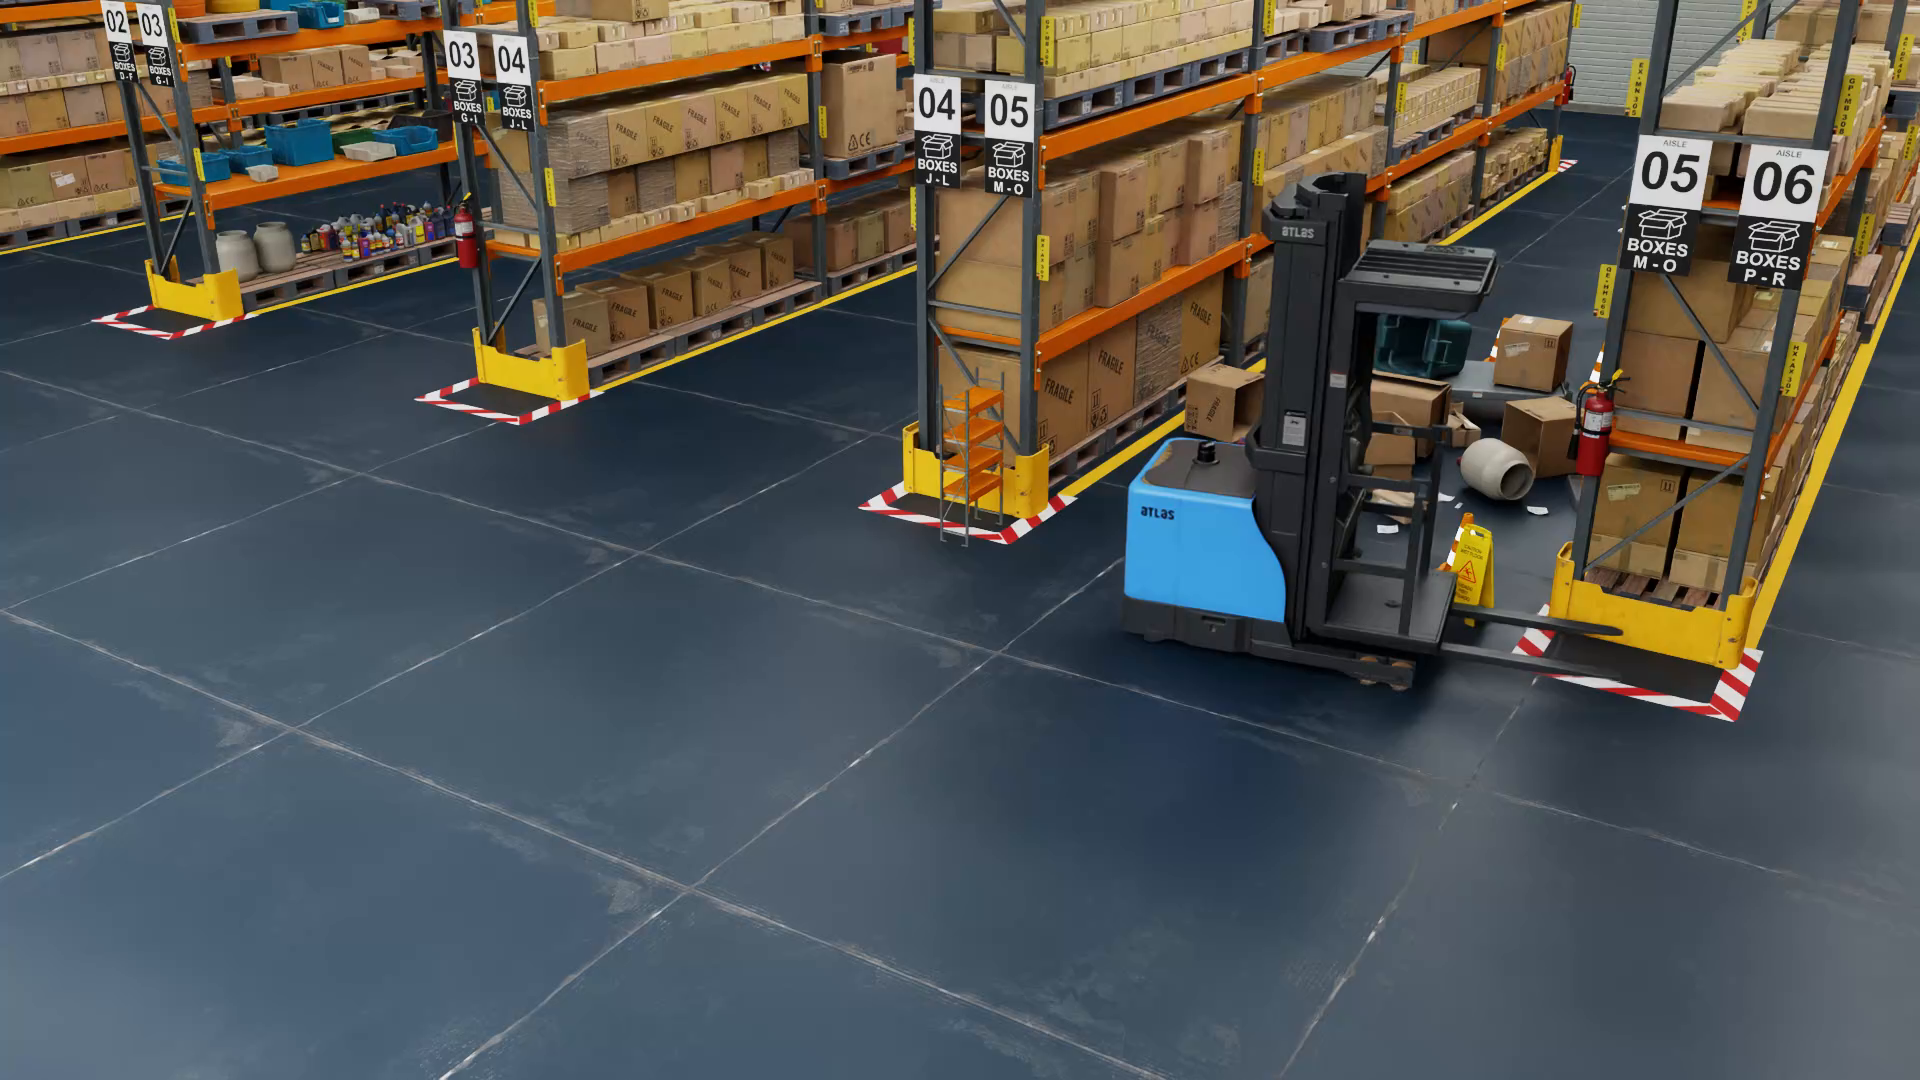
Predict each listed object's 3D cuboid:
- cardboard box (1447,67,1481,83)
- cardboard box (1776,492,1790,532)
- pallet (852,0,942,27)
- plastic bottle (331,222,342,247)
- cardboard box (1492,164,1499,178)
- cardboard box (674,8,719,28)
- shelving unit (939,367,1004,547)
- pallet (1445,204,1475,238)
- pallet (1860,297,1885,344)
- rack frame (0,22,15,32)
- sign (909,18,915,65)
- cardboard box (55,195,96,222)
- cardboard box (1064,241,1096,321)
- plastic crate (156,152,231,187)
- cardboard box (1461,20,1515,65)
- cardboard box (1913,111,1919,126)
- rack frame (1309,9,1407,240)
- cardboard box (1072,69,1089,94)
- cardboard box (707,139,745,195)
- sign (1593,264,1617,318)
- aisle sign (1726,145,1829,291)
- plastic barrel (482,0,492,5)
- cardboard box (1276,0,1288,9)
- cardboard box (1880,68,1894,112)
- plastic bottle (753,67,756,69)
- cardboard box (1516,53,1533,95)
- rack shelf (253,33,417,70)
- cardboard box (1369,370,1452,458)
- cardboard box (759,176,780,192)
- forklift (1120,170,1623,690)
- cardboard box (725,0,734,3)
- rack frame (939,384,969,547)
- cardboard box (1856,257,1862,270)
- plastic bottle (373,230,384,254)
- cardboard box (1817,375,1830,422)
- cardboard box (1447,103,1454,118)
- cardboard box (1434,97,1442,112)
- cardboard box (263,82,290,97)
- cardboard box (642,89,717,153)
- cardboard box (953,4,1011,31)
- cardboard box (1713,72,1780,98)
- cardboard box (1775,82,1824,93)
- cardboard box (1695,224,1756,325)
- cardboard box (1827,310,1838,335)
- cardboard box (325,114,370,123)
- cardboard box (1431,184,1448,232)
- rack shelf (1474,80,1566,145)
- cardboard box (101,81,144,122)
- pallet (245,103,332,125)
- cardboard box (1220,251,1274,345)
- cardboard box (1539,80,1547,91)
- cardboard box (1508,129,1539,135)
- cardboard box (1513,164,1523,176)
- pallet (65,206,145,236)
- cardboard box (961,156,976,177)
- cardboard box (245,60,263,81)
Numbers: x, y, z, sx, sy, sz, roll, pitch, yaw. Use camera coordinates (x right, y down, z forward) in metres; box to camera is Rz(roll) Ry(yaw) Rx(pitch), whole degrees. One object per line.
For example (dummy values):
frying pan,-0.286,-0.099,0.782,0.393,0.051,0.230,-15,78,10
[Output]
cardboard box,6.413,-5.940,21.234,0.380,0.149,0.250,15,28,31
cardboard box,5.601,-0.215,11.904,0.500,0.250,0.500,16,28,32
pallet,-0.961,-5.967,18.718,1.213,0.211,1.003,14,27,29
plastic bottle,-7.414,-3.617,19.705,0.152,0.276,0.135,13,27,28
cardboard box,7.222,-5.127,23.002,0.380,0.149,0.250,12,26,26
cardboard box,-2.539,-5.014,15.968,0.380,0.149,0.250,15,28,31
shelving unit,0.087,-0.606,12.141,0.258,1.200,0.503,14,27,29
pallet,6.049,-4.223,21.740,1.003,0.211,1.213,14,27,29
pallet,9.087,-2.383,17.490,1.003,0.211,1.213,14,27,29
rack frame,-14.546,-7.254,25.230,1.000,3.000,0.127,14,27,29
sign,-0.325,-3.581,11.955,0.100,0.325,0.005,14,27,29
cardboard box,-11.449,-4.270,21.271,0.500,0.250,0.500,14,27,29
cardboard box,0.558,-2.110,13.159,0.875,0.550,0.550,14,27,29
plastic crate,-8.230,-3.991,17.880,0.499,0.251,0.616,14,27,29
cardboard box,6.904,-6.508,21.750,0.500,0.500,0.500,15,27,30
cardboard box,9.615,-4.374,17.193,0.500,0.500,0.500,15,27,30
rack frame,4.349,-4.416,18.675,1.000,3.000,0.127,14,27,29
cardboard box,0.716,-3.350,12.100,0.380,0.149,0.250,14,27,29
cardboard box,-2.684,-3.832,16.825,0.875,0.500,0.500,14,27,29
sign,3.926,-1.512,10.112,0.100,0.325,0.005,14,27,29
aisle sign,4.618,-1.820,9.406,0.394,0.787,0.004,14,27,29
plastic barrel,-6.046,-7.001,20.240,0.600,0.901,0.708,14,27,29
cardboard box,2.976,-5.278,16.348,0.500,0.311,0.500,13,26,27
cardboard box,6.492,-3.301,12.138,0.500,0.250,0.500,14,27,28
plastic bottle,-2.996,-6.859,24.481,0.097,0.271,0.097,0,23,0
cardboard box,7.485,-6.394,22.743,0.500,0.500,0.500,13,27,28
rack shelf,-11.381,-8.948,30.050,1.077,0.370,4.000,14,27,29
cardboard box,3.649,-1.070,13.918,0.797,0.637,0.503,14,27,29
cardboard box,-2.108,-3.736,17.420,0.380,0.149,0.250,14,27,29
forklift,2.610,-0.671,10.110,3.031,2.935,1.130,9,25,20
cardboard box,-2.438,-5.481,17.046,0.380,0.149,0.250,12,26,26
rack frame,-0.041,-0.524,11.950,0.240,1.200,0.015,14,27,29
cardboard box,7.197,-2.343,13.674,0.380,0.149,0.250,14,27,30
plastic bottle,-6.785,-3.473,19.378,0.097,0.271,0.097,0,23,0
cardboard box,6.772,-1.227,14.088,0.950,0.372,0.625,14,27,30
cardboard box,5.873,-5.317,20.544,0.380,0.149,0.250,13,26,27
cardboard box,5.591,-5.278,20.079,0.380,0.149,0.250,15,28,31
cardboard box,-9.695,-6.358,23.476,0.380,0.149,0.250,14,27,29
cardboard box,-2.719,-4.066,16.107,0.500,0.500,0.500,14,27,29
cardboard box,0.151,-3.850,12.251,0.380,0.149,0.250,14,27,29
cardboard box,5.076,-2.924,10.764,0.380,0.149,0.250,13,27,27
cardboard box,5.297,-2.750,10.363,0.380,0.149,0.250,14,27,29
cardboard box,4.745,-1.741,10.738,0.700,0.500,0.500,14,27,29
cardboard box,6.461,-1.689,12.693,0.380,0.149,0.250,15,27,30
cardboard box,-9.293,-6.289,25.228,0.500,0.311,0.500,13,27,28
cardboard box,5.737,-4.164,20.710,0.500,0.500,0.500,13,27,28
rack shelf,7.514,-6.111,23.496,1.077,0.370,4.000,14,27,29
cardboard box,-11.105,-5.764,21.662,0.700,0.500,0.500,14,27,30
pallet,-11.956,-7.574,29.480,1.003,0.211,1.213,14,27,29
cardboard box,2.490,-2.455,16.448,1.050,0.750,0.750,14,27,29
cardboard box,8.239,-6.577,23.982,0.380,0.149,0.250,15,27,30
cardboard box,8.323,-5.969,24.573,0.380,0.149,0.250,14,27,30
cardboard box,7.844,-5.327,23.839,0.380,0.149,0.250,14,27,30
pallet,-11.434,-4.264,21.834,1.003,0.211,1.213,14,27,29
cardboard box,-0.140,-4.656,20.878,0.500,0.250,0.500,15,28,31
cardboard box,-11.937,-8.030,29.202,0.750,0.750,0.750,13,27,28
